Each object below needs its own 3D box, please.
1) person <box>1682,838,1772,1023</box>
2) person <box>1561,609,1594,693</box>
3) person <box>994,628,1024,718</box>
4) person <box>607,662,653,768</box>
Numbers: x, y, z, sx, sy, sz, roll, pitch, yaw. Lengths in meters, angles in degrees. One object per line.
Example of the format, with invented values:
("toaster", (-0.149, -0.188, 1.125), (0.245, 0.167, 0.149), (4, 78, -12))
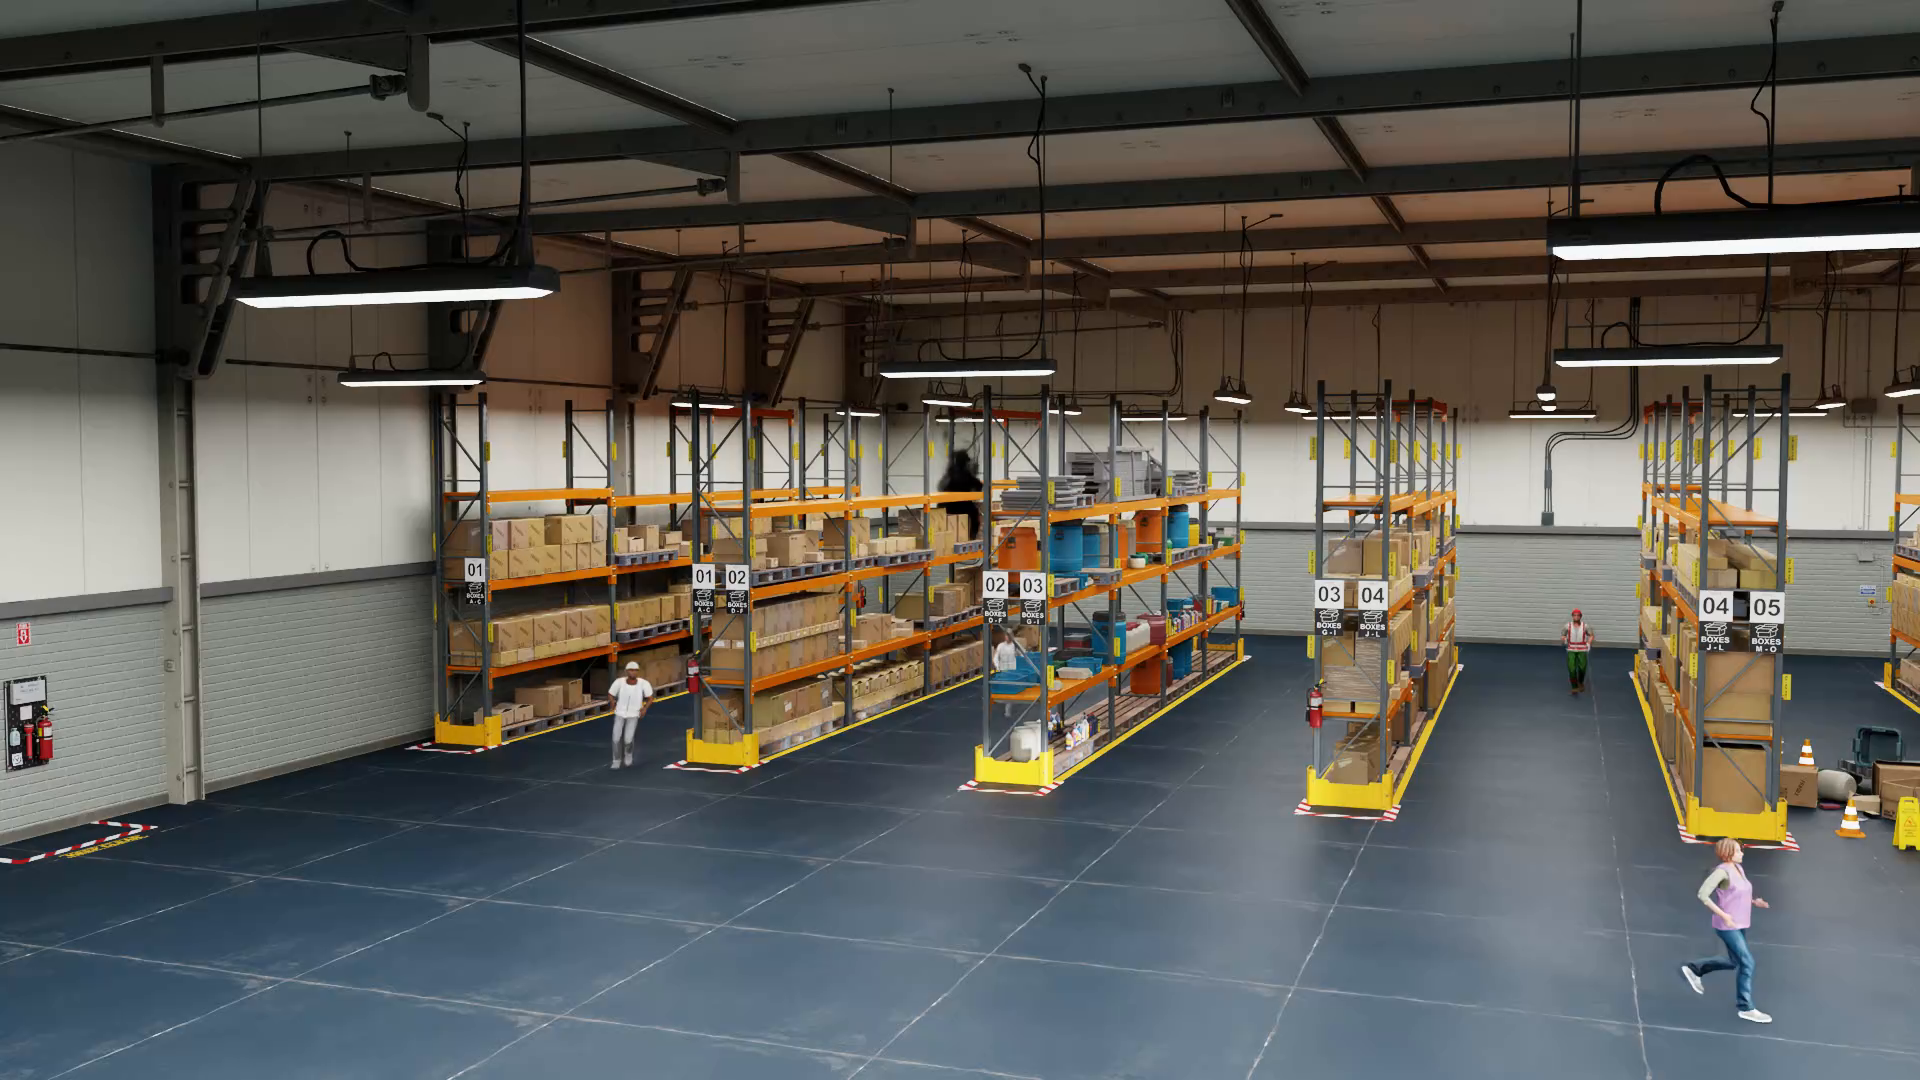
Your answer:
("person", (6.804, 3.424, 14.763), (0.548, 1.568, 0.805), (-3, 4, -44))
("person", (12.675, 2.296, 34.200), (0.624, 1.741, 0.578), (1, 3, 23))
("person", (0.945, 2.500, 31.607), (0.617, 1.682, 0.747), (0, 3, 8))
("person", (-5.214, 2.757, 26.180), (0.701, 1.688, 0.556), (0, 3, -2))
